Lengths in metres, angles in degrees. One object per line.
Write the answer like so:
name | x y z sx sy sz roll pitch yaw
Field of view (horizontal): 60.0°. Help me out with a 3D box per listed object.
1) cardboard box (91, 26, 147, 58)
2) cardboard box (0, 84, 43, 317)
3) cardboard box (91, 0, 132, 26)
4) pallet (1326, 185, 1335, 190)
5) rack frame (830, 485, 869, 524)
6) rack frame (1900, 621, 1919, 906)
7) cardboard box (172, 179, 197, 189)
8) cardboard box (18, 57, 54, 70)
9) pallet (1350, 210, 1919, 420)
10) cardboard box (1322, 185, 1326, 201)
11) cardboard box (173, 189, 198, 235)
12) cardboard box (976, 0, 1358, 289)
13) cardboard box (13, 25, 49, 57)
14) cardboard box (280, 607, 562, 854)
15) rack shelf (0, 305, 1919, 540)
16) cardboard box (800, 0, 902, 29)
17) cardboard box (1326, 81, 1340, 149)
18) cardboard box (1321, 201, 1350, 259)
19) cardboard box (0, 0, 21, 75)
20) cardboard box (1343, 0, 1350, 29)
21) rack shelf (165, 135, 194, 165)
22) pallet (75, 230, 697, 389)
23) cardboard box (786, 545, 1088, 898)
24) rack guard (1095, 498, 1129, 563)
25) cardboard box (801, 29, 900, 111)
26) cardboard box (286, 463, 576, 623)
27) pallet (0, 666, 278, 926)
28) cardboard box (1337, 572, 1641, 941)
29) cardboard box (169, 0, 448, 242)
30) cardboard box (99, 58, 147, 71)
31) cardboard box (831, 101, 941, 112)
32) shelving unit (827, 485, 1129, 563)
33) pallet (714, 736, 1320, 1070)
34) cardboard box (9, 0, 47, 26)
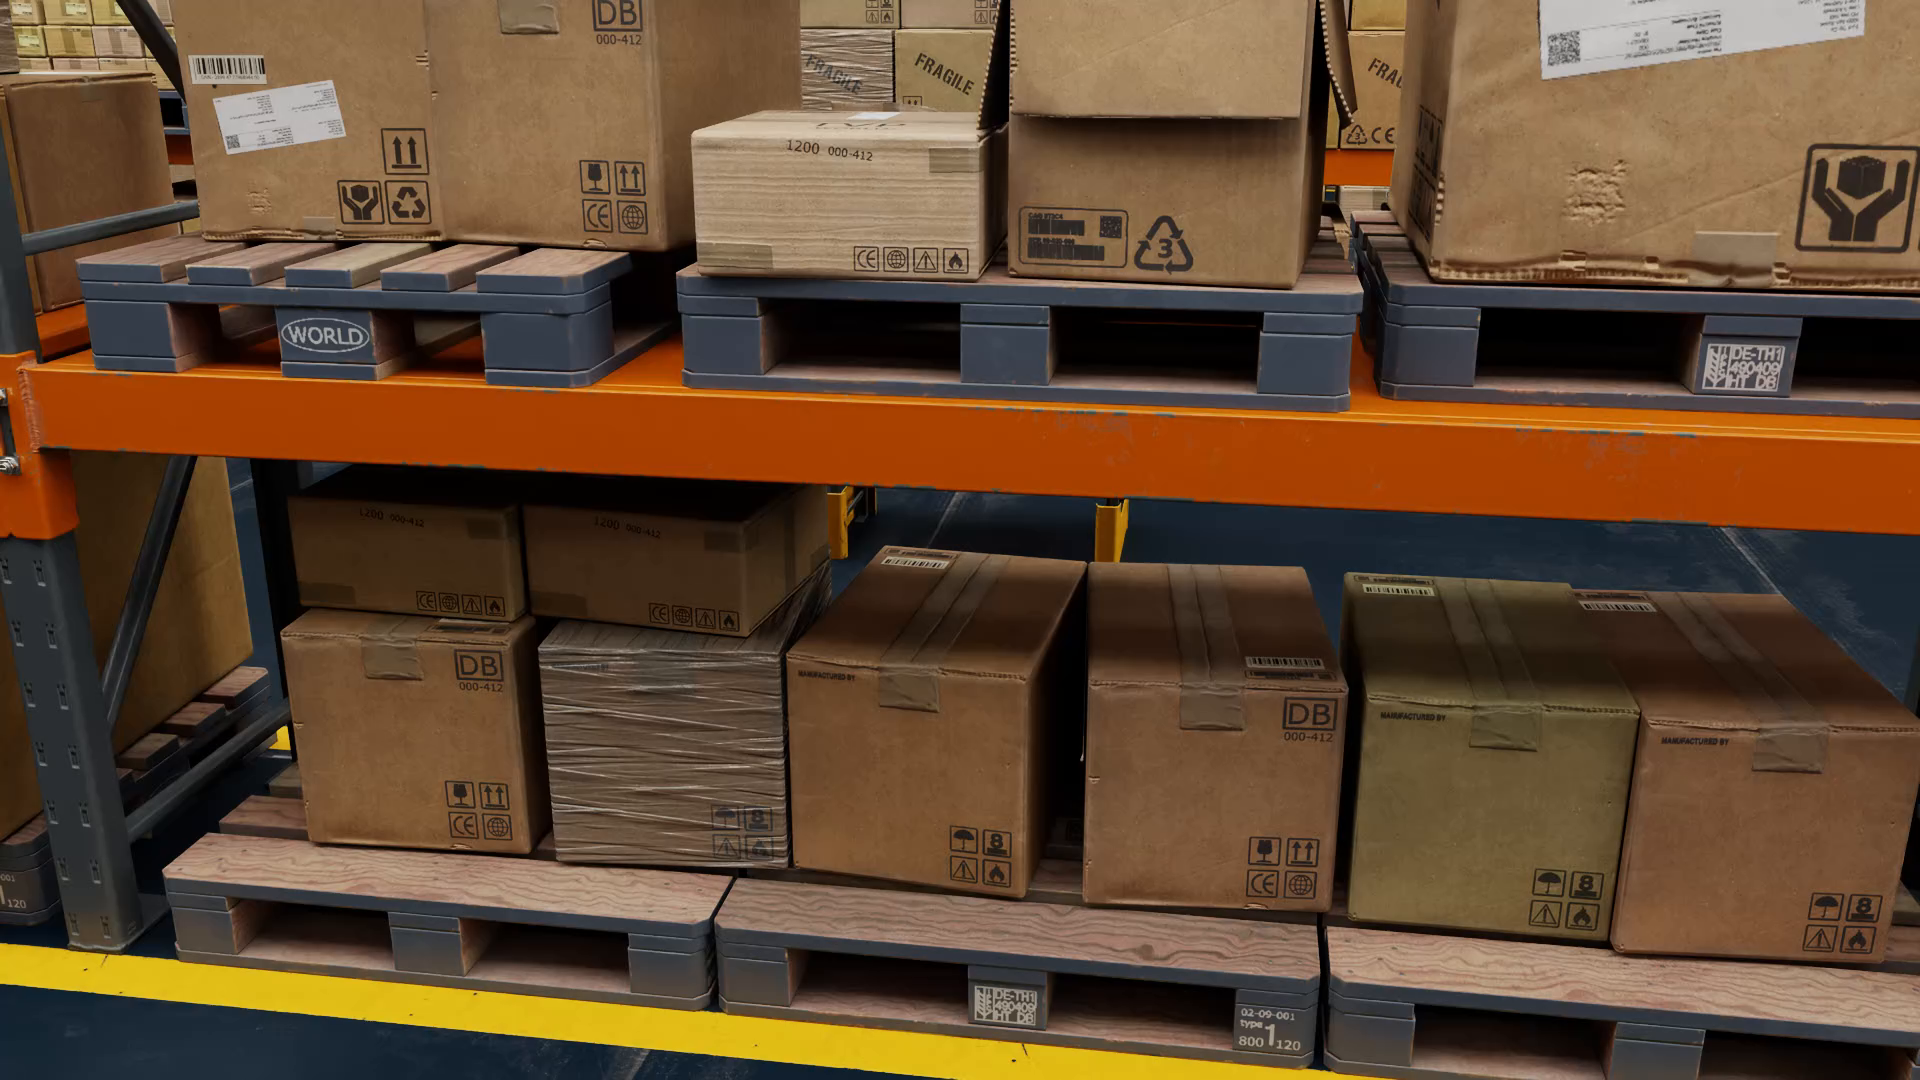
cardboard box | -4.038 -2.462 8.200 0.250 0.149 0.380 3 19 10
cardboard box | -2.329 -0.675 3.435 0.500 0.500 0.500 4 19 10
cardboard box | -4.020 -2.603 8.151 0.250 0.149 0.380 3 19 9
pallet | 3.769 -3.841 17.451 1.213 0.211 1.003 3 19 9
rack frame | -0.418 -0.733 6.129 0.032 1.500 0.500 3 19 9
rack frame | 2.147 -0.479 3.007 0.127 3.000 1.000 3 19 9
cardboard box | -4.090 -1.841 9.175 0.500 0.250 0.500 2 19 7
cardboard box | -4.549 -2.346 8.323 0.250 0.149 0.380 2 19 6
pallet | 1.416 -0.472 3.289 1.213 0.211 1.003 3 19 9
cardboard box | 2.490 -2.597 12.818 0.625 0.372 0.950 4 19 12
cardboard box | -4.177 -1.680 8.692 0.500 0.250 0.500 2 19 6
cardboard box | 0.421 -0.785 3.098 0.637 0.503 0.797 5 19 14
cardboard box | -4.549 -2.488 8.276 0.250 0.149 0.380 3 19 10
cardboard box | -1.138 0.324 3.854 0.500 0.500 0.700 2 19 6
rack shelf | 0.172 -0.238 3.422 4.000 0.370 1.077 3 19 9
cardboard box | -0.474 -2.725 7.986 0.500 0.500 0.700 3 19 8
cardboard box | 1.478 -2.069 7.600 0.500 0.500 0.500 3 19 9
cardboard box | 1.455 -1.213 8.084 0.750 0.750 1.050 3 19 9
cardboard box | -2.522 -1.245 3.559 0.637 0.503 0.797 4 19 11
cardboard box | 1.535 -2.623 7.683 0.500 0.500 0.700 3 19 9
rack shelf | -2.890 -1.989 8.653 4.000 0.370 1.077 3 19 9
pallet | -1.082 -0.587 3.632 1.003 0.211 1.213 3 19 9
cardboard box | -0.027 0.374 3.703 0.500 0.500 0.700 5 19 13
rack guard | 0.567 -0.090 6.177 0.087 0.250 0.587 3 19 9
cardboard box | -0.515 -2.169 7.902 0.500 0.500 0.500 3 19 9
cardboard box | -1.136 -0.035 3.744 0.500 0.250 0.500 4 19 11
pallet | -2.569 0.579 4.240 1.213 0.211 1.003 3 19 9
cardboard box | 1.076 0.430 3.536 0.500 0.500 0.700 3 19 8
cardboard box | -1.263 -0.912 3.483 0.500 0.500 0.500 1 19 2
cardboard box | -4.028 -2.321 8.245 0.250 0.149 0.380 3 19 9
cardboard box | -0.113 -0.816 3.566 0.258 0.266 0.396 2 19 7
shelving unit | 0.075 -0.707 6.054 1.083 1.500 0.587 3 19 9
pallet | 0.170 0.744 3.747 1.213 0.211 1.003 3 19 9
cardboard box | -4.549 -2.629 8.228 0.250 0.149 0.380 4 19 11
